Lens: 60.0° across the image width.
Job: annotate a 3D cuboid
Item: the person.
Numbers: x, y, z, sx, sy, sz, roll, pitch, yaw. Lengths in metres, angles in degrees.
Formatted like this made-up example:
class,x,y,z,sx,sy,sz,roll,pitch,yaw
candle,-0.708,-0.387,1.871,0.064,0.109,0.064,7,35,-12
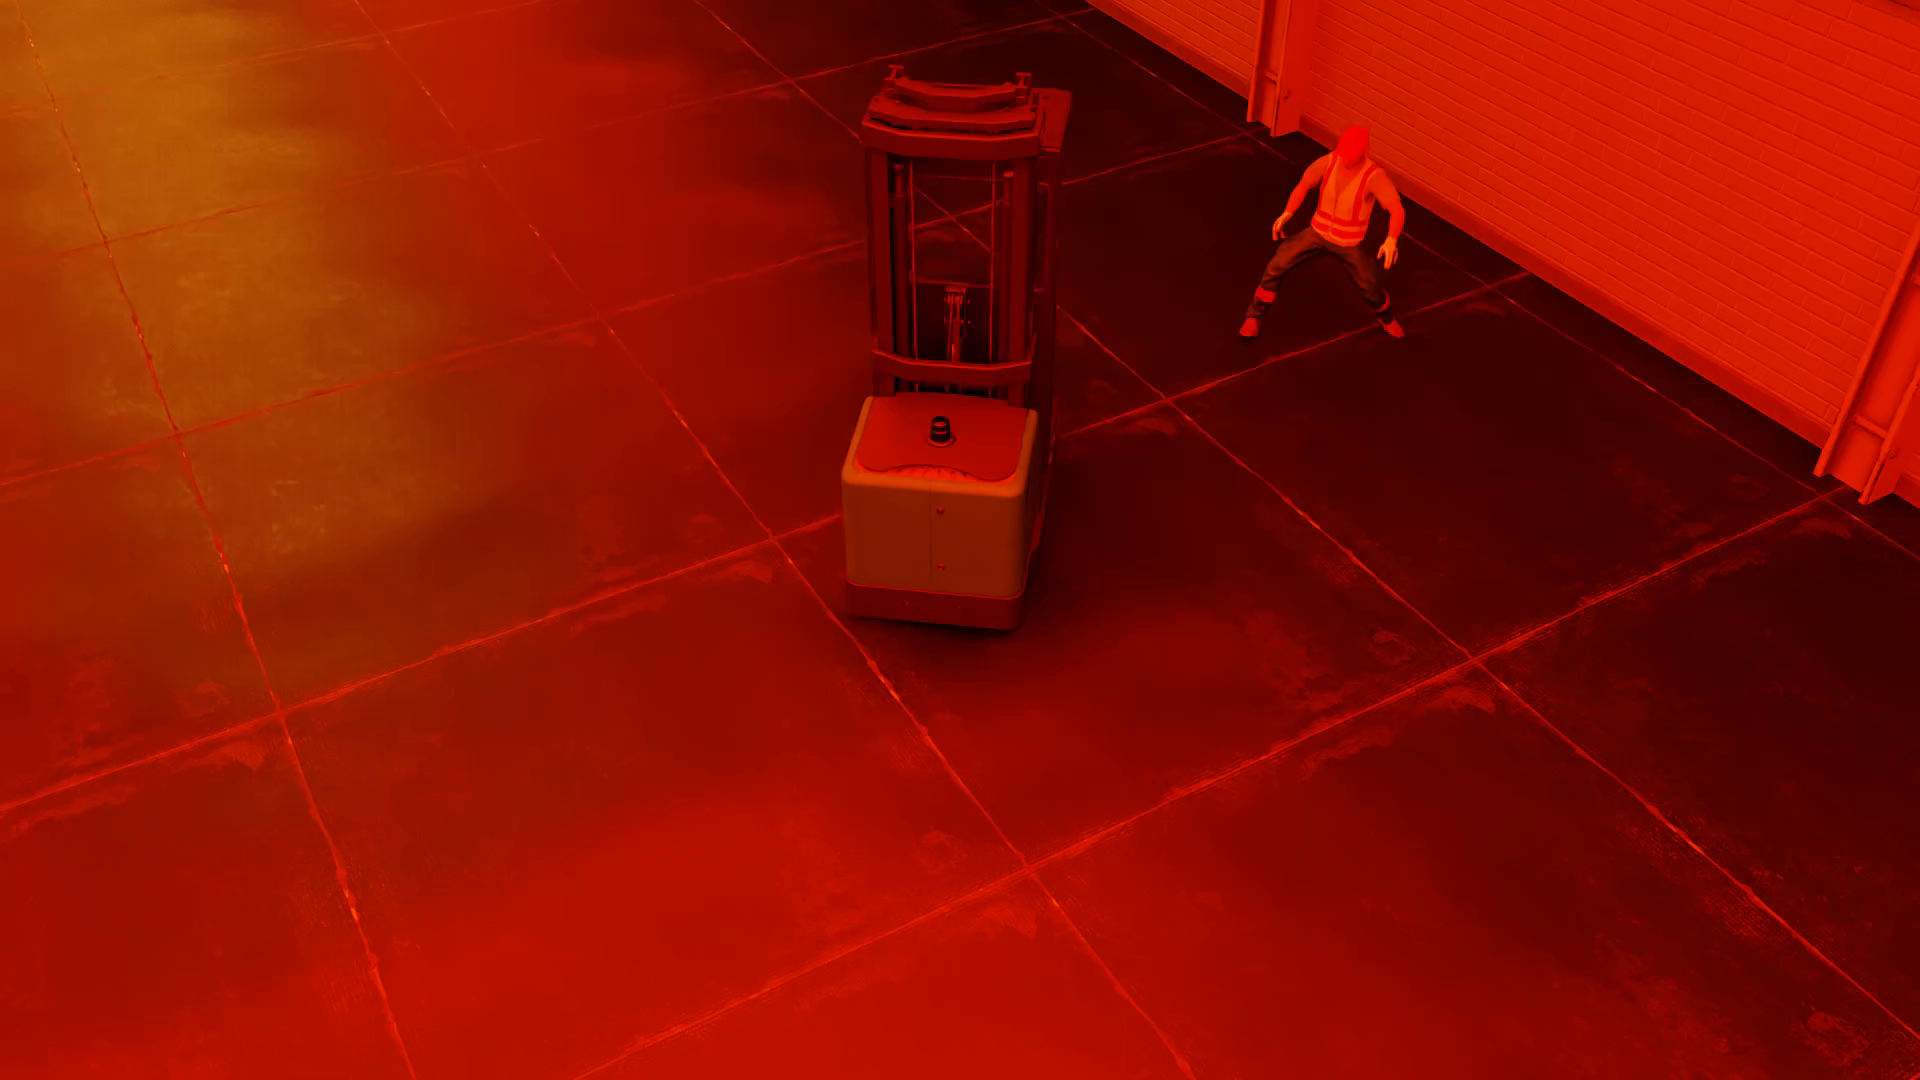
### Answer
class,x,y,z,sx,sy,sz,roll,pitch,yaw
person,2.655,-2.111,11.653,1.011,1.626,0.943,25,46,27

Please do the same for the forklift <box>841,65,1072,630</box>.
class,x,y,z,sx,sy,sz,roll,pitch,yaw
forklift,0.046,-1.547,9.902,1.130,2.935,3.031,5,40,6
